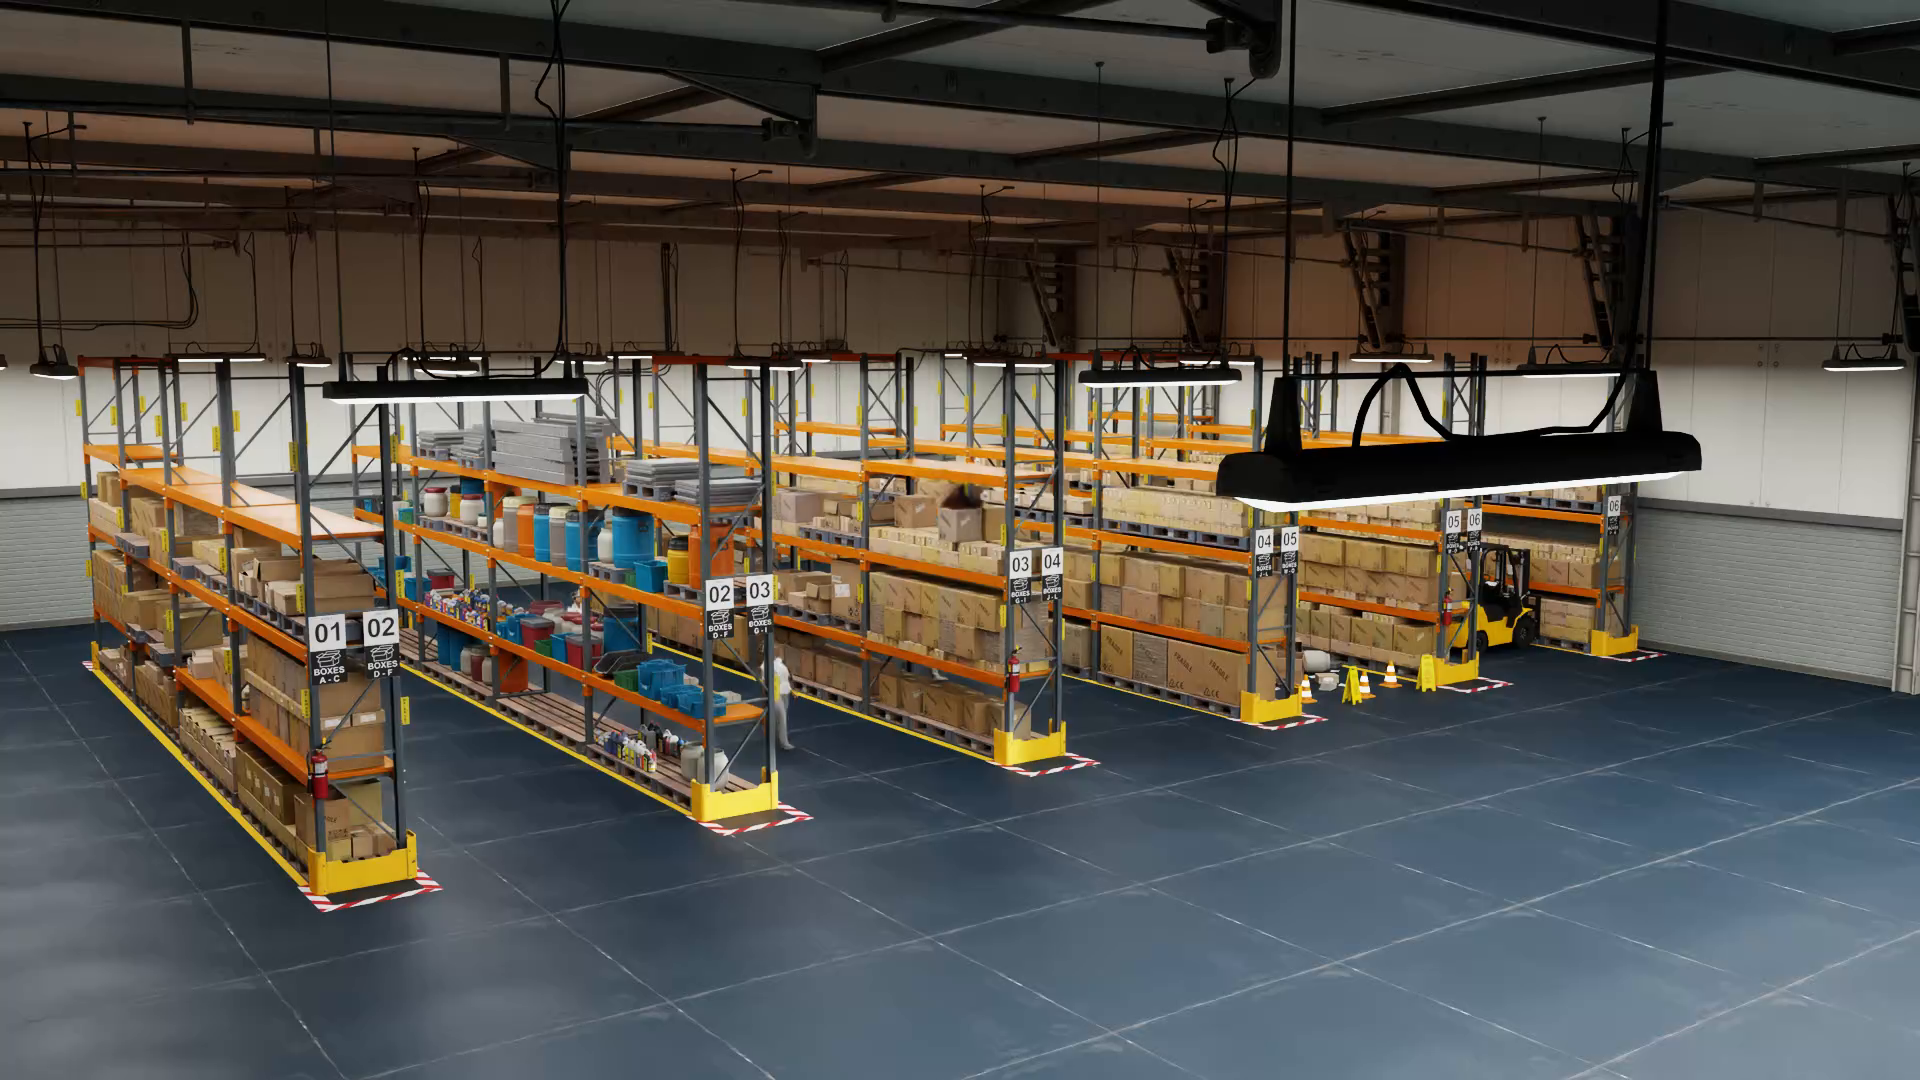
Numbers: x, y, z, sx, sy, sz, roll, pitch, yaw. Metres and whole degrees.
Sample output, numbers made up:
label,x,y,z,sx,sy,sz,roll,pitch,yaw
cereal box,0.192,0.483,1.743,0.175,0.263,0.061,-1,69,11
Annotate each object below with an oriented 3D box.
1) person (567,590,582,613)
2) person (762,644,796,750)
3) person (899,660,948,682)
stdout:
label,x,y,z,sx,sy,sz,roll,pitch,yaw
person,-7.092,1.745,31.032,0.504,1.640,0.959,-6,9,-41
person,-2.842,2.377,25.836,0.881,1.650,0.559,6,9,43
person,-0.692,1.748,30.709,0.690,1.729,1.069,-6,9,-43
